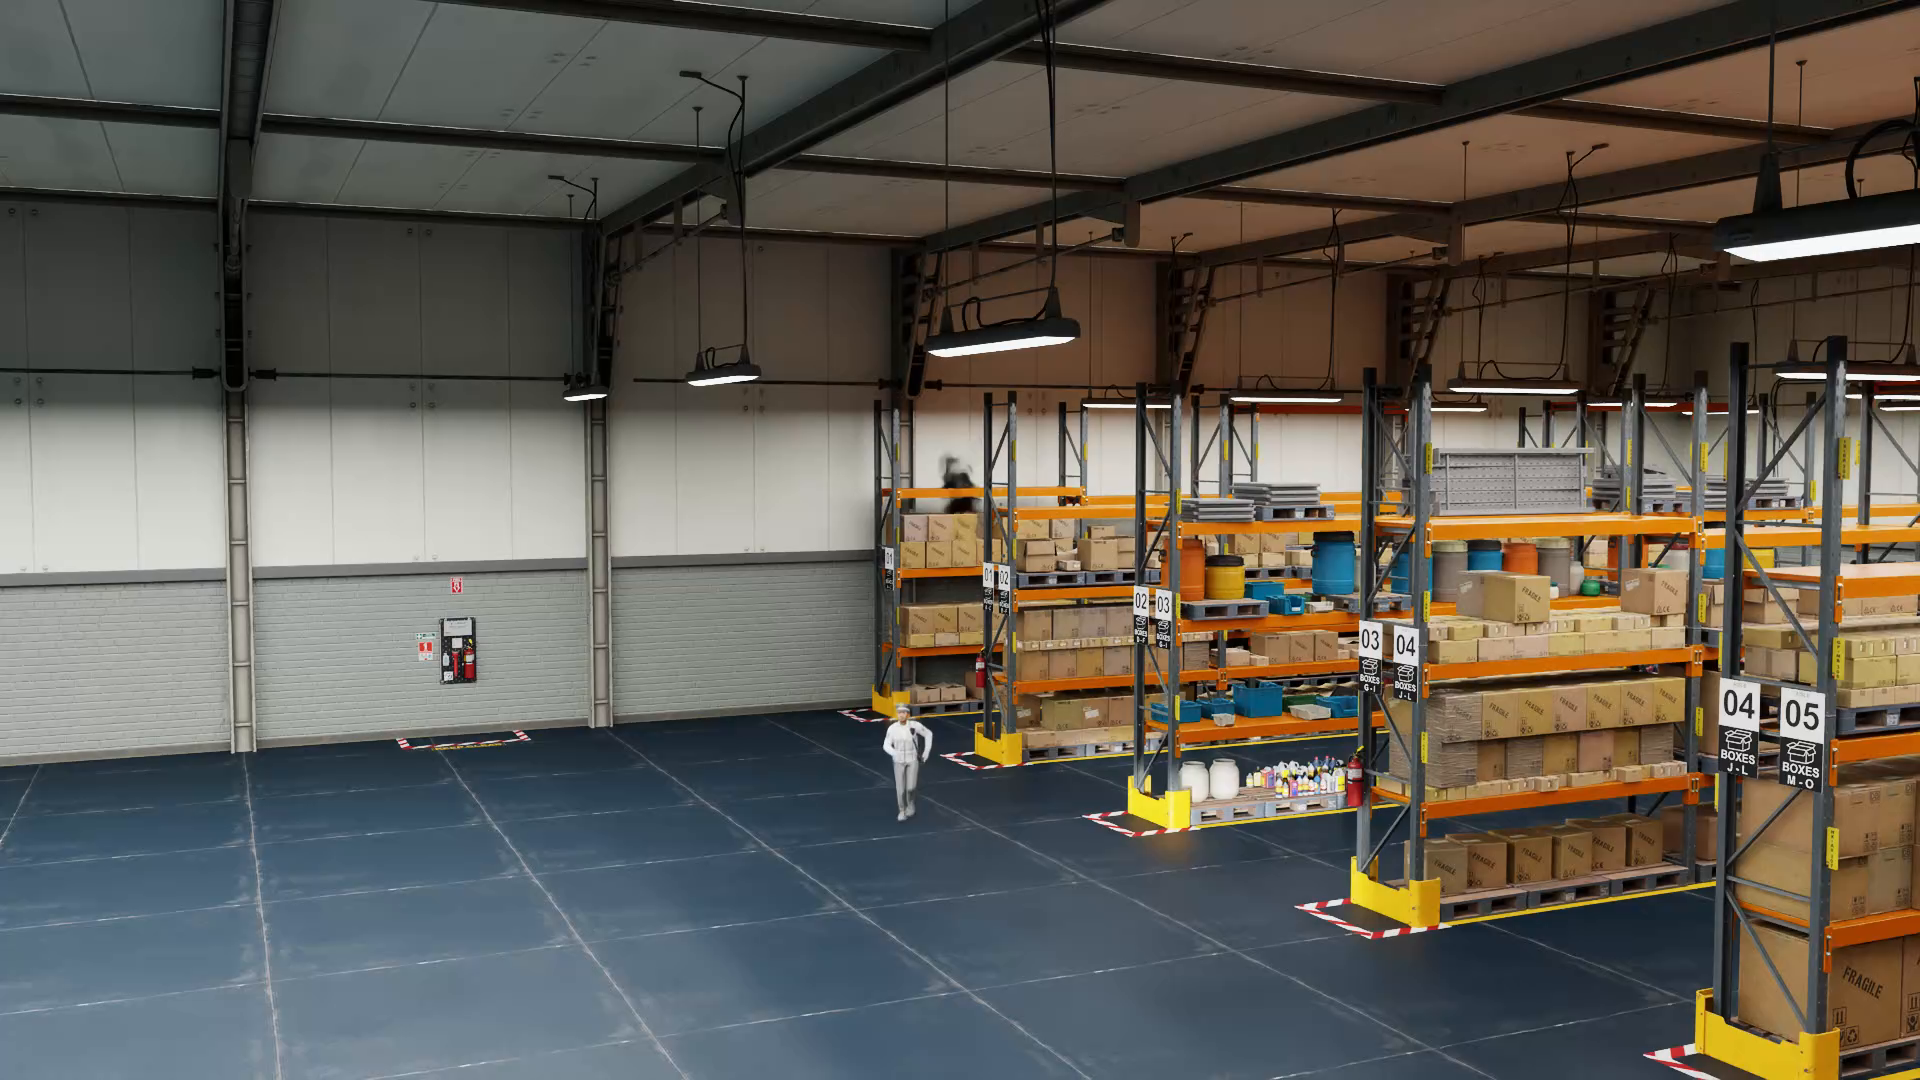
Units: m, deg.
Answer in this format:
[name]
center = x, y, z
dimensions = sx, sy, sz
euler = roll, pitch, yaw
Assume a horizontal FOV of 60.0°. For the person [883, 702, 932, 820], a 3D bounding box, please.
[person]
center = -0.719, 3.015, 22.570
dimensions = 0.633, 1.651, 0.729
euler = 0, 3, 5
